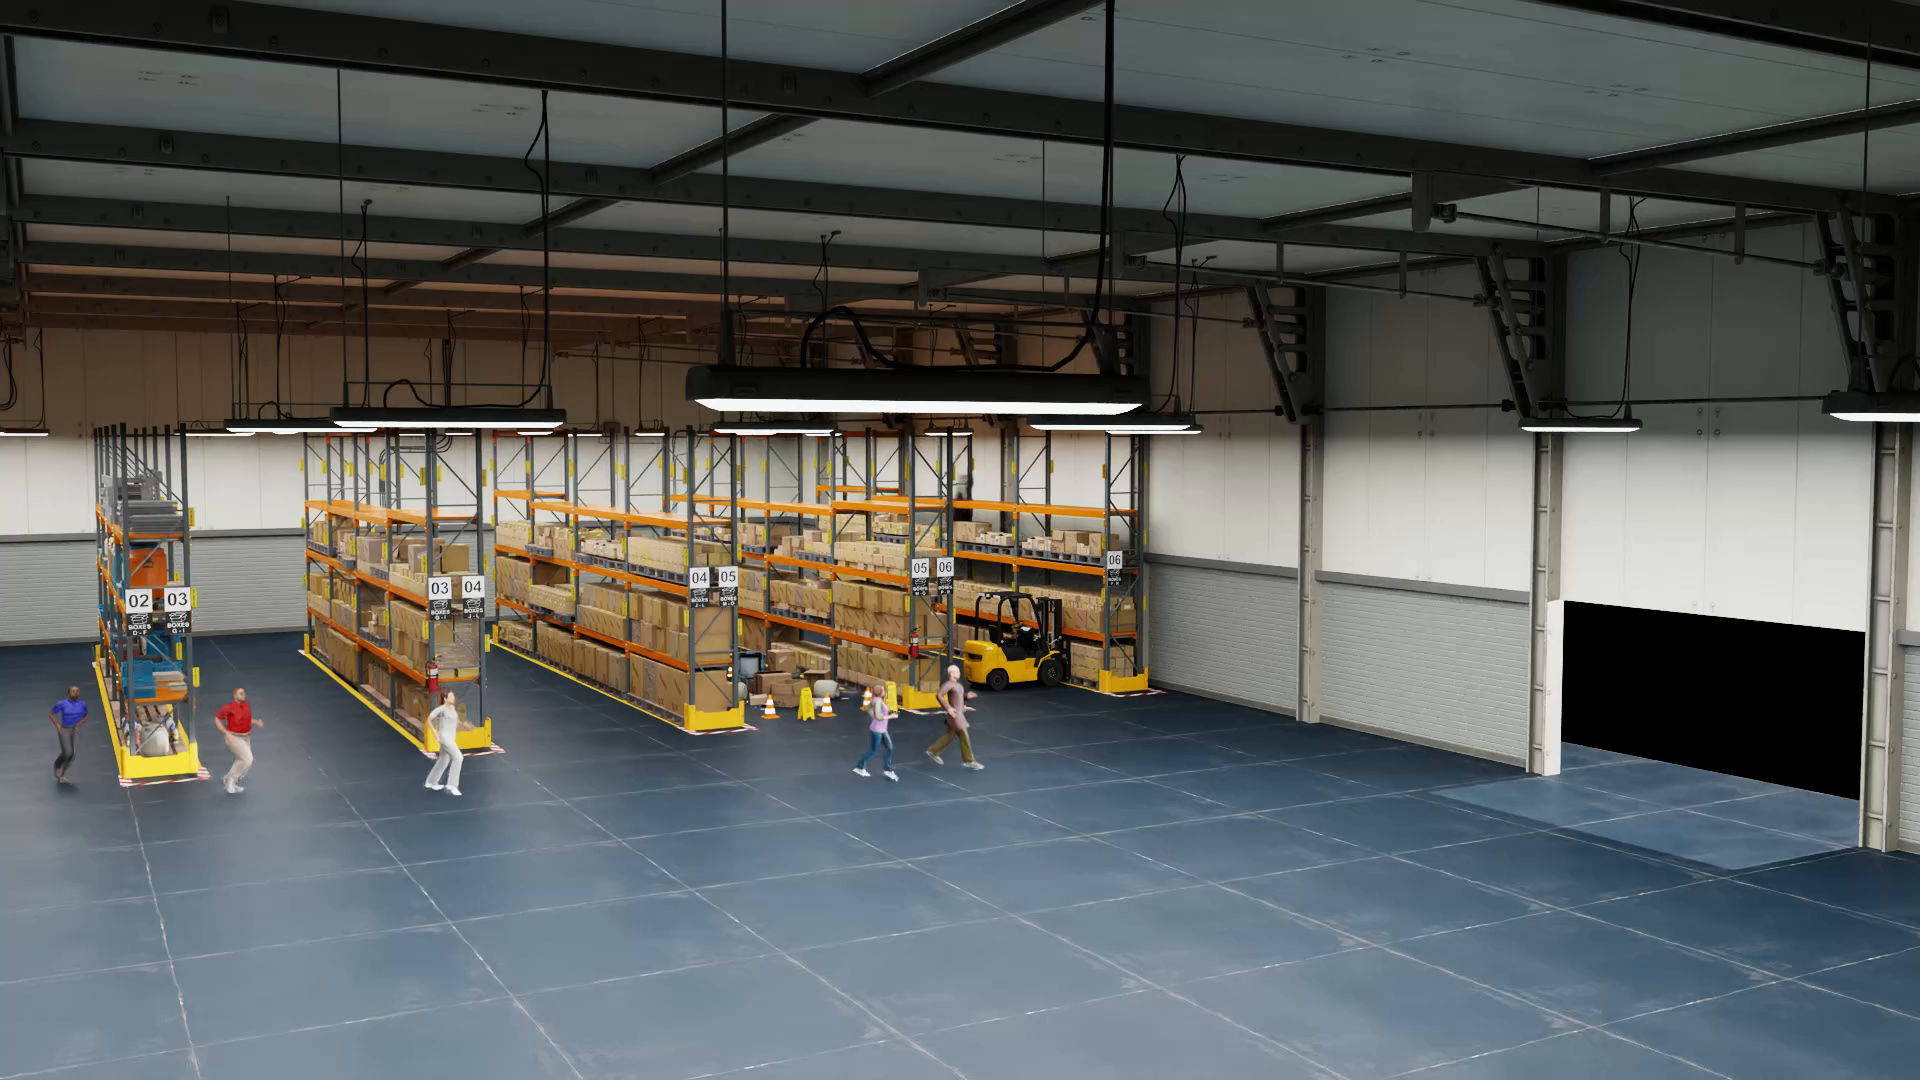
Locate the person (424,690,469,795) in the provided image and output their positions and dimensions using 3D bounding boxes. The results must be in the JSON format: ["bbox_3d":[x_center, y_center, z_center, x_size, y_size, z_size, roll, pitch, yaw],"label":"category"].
[{"bbox_3d":[-8.311,3.270,26.903,0.747,1.721,0.553,0,3,2],"label":"person"}]

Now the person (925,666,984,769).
[{"bbox_3d":[-0.098,3.058,28.812,1.054,1.775,0.697,0,3,6],"label":"person"}]

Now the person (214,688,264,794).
[{"bbox_3d":[-11.625,3.244,26.935,0.647,1.708,0.638,1,3,9],"label":"person"}]

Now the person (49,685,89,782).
[{"bbox_3d":[-14.865,3.242,27.826,0.525,1.602,0.562,3,5,41],"label":"person"}]

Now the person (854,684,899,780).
[{"bbox_3d":[-1.399,3.232,27.877,0.751,1.645,0.522,0,3,4],"label":"person"}]
